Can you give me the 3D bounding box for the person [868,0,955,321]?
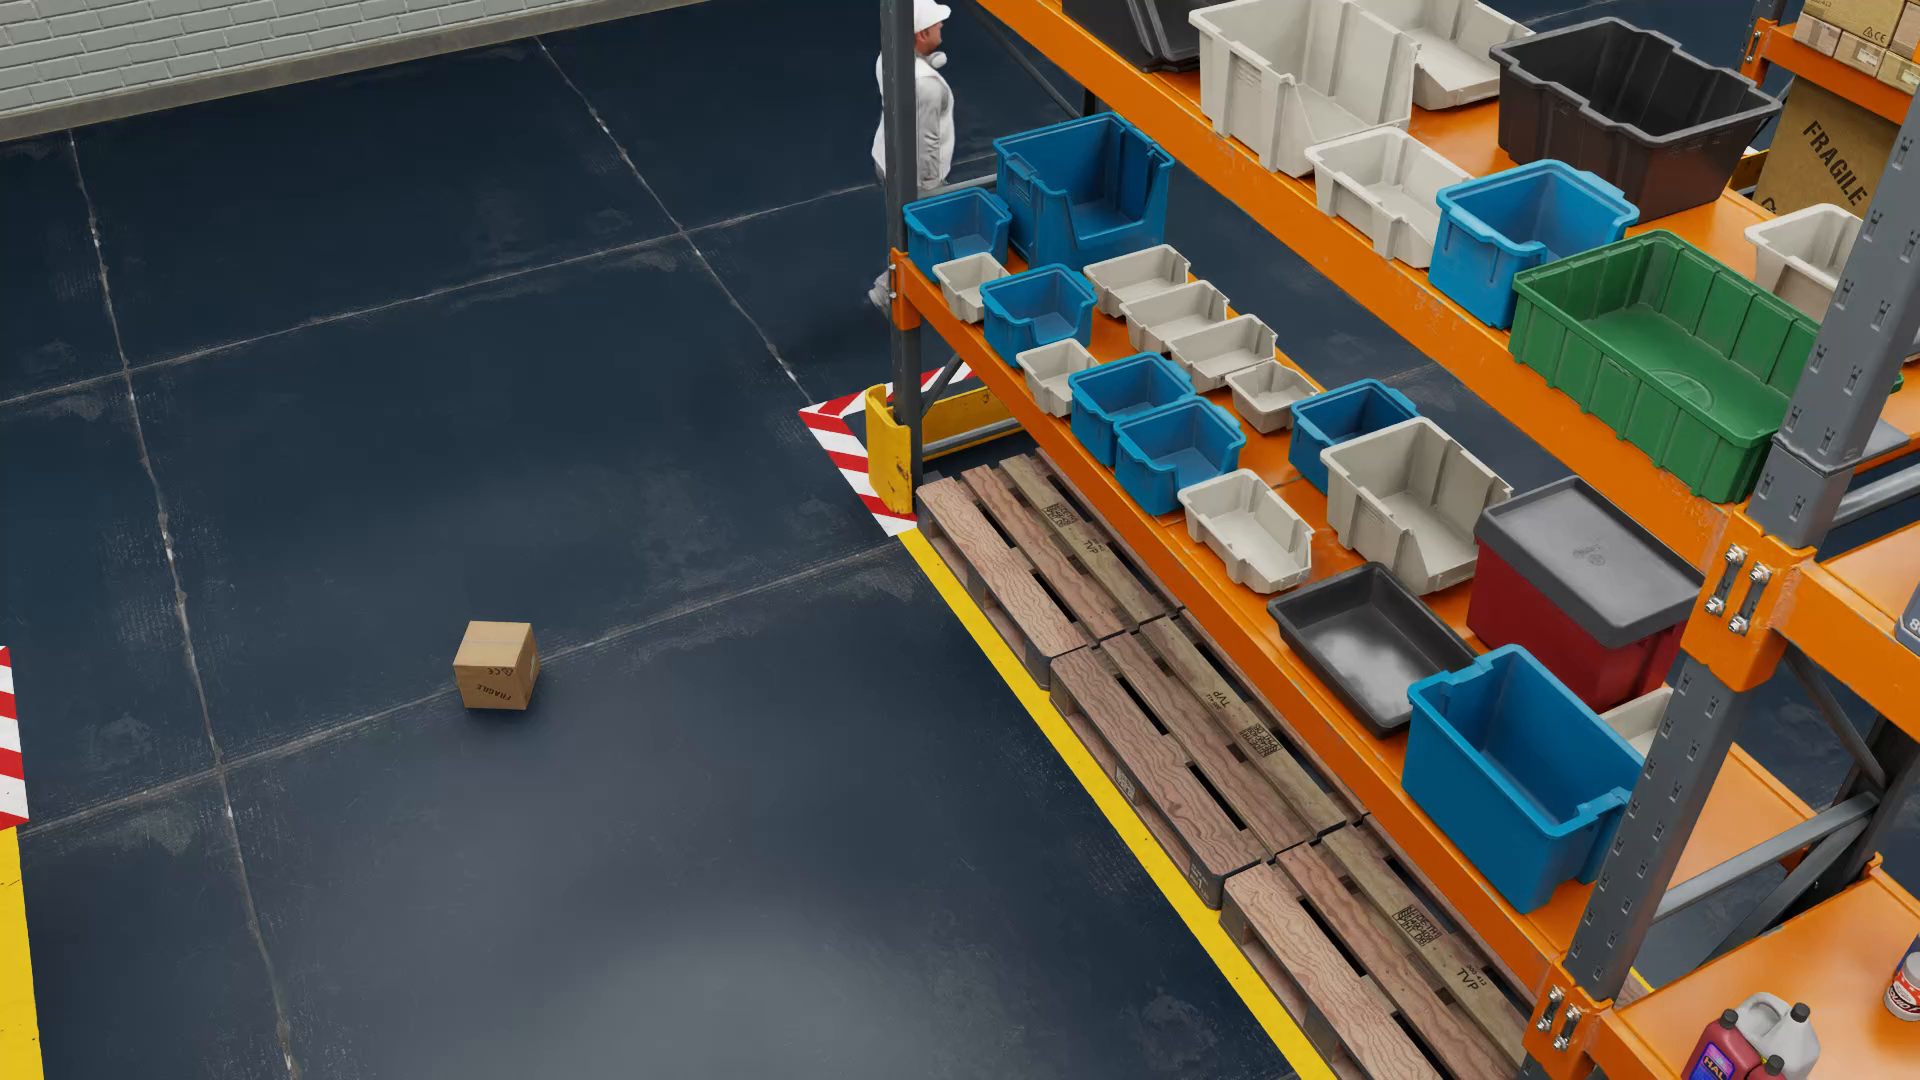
[{"bbox_3d":[-0.268,-1.842,8.234,0.509,1.761,0.595,-17,44,-18],"label":"person"}]
